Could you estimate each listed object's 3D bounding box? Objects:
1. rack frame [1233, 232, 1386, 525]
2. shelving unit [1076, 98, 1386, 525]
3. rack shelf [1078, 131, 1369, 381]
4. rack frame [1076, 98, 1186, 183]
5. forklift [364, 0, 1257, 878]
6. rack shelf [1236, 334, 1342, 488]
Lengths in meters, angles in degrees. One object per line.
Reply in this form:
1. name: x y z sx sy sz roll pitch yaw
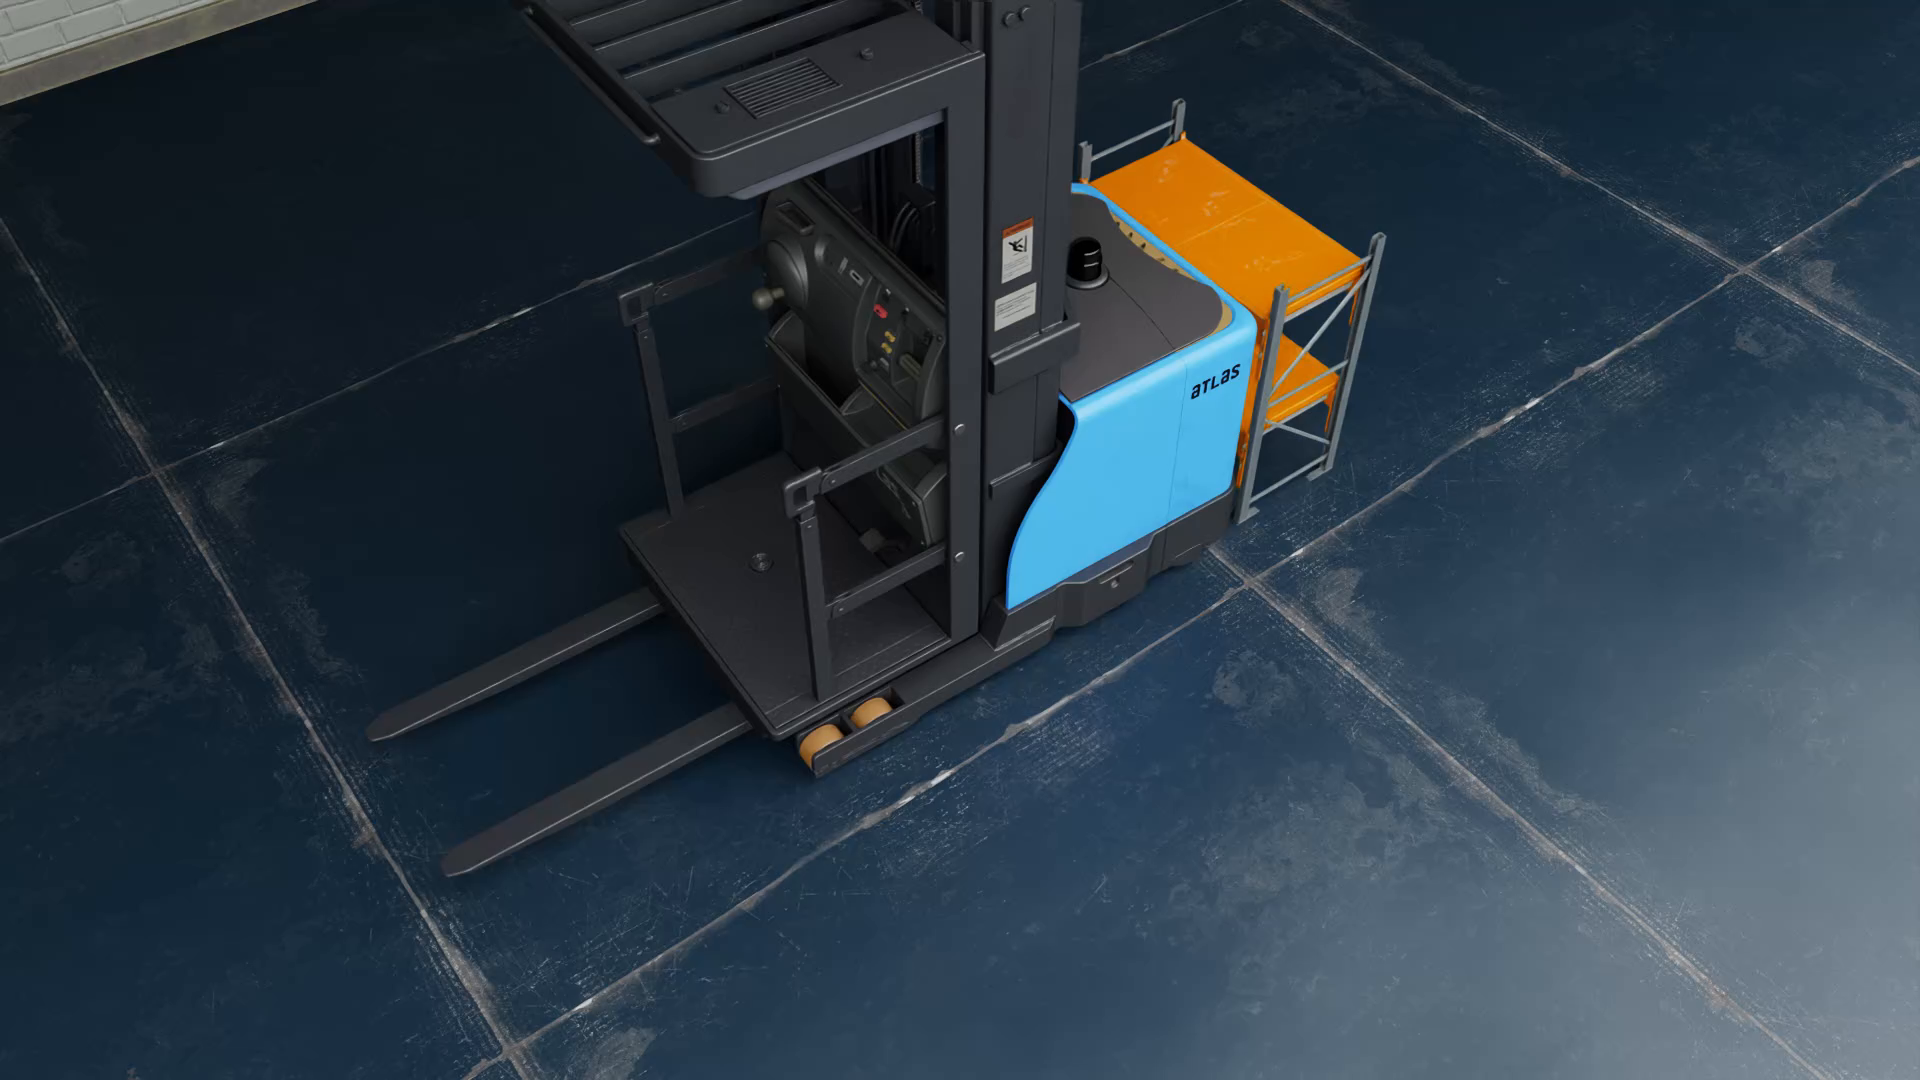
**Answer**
1. rack frame: 1.247 -0.556 5.995 0.500 1.125 0.032 -29 54 -24
2. shelving unit: 0.941 -0.858 6.268 0.538 1.125 1.048 -29 54 -24
3. rack shelf: 0.941 -1.054 6.051 0.538 0.278 1.000 -29 54 -24
4. rack frame: 0.636 -1.159 6.541 0.500 1.125 0.032 -29 54 -24
5. forklift: -0.502 -0.659 4.869 3.031 2.935 1.130 -27 53 -23
6. rack shelf: 0.941 -0.693 6.449 0.538 0.278 1.000 -29 54 -24
